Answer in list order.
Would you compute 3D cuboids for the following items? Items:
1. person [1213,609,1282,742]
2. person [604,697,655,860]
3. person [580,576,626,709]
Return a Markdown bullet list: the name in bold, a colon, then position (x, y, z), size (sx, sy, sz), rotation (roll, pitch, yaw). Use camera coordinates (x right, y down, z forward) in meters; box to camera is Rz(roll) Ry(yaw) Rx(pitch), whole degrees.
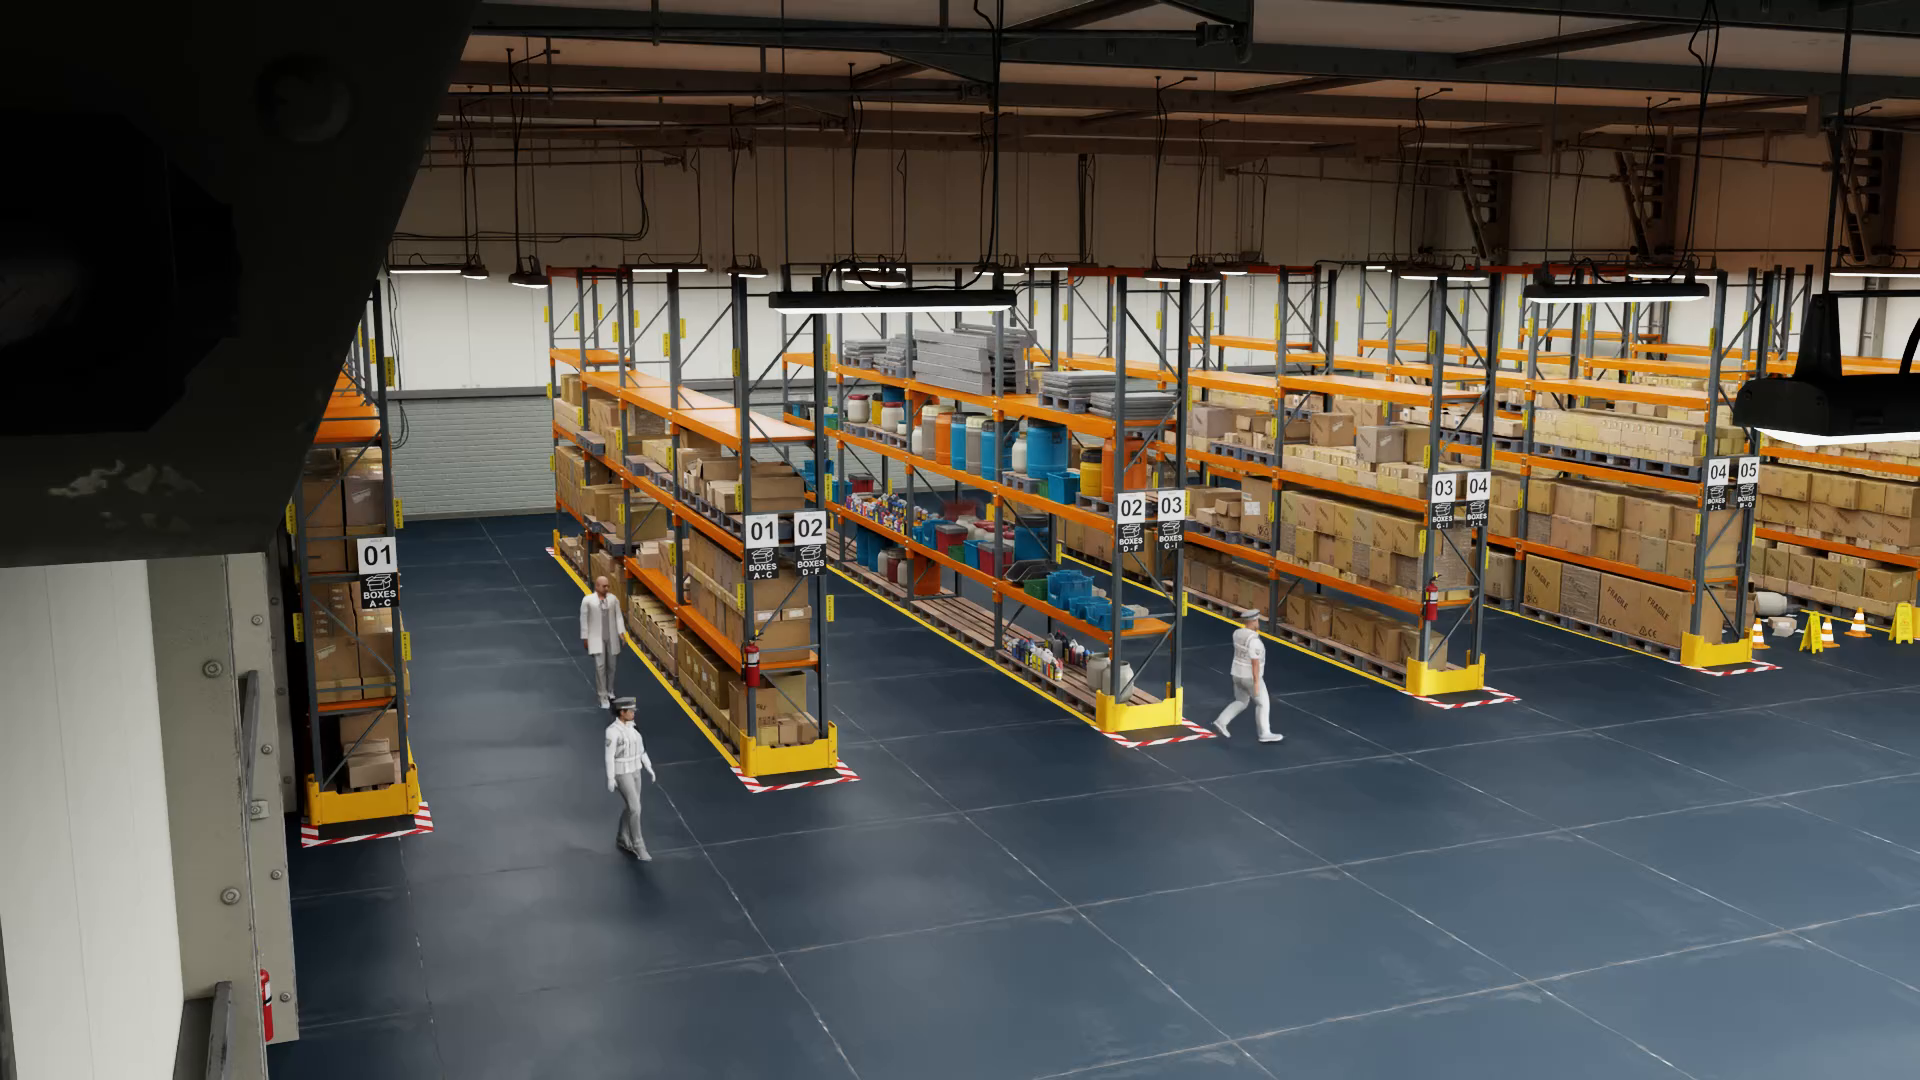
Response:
- **person**: position (3.725, 1.752, 21.533), size (0.890, 1.729, 0.560), rotation (-4, 11, -23)
- **person**: position (-3.439, 2.513, 17.581), size (0.552, 1.717, 0.510), rotation (4, 11, 22)
- **person**: position (-4.981, 1.490, 23.459), size (0.593, 1.692, 0.731), rotation (-7, 12, -33)
